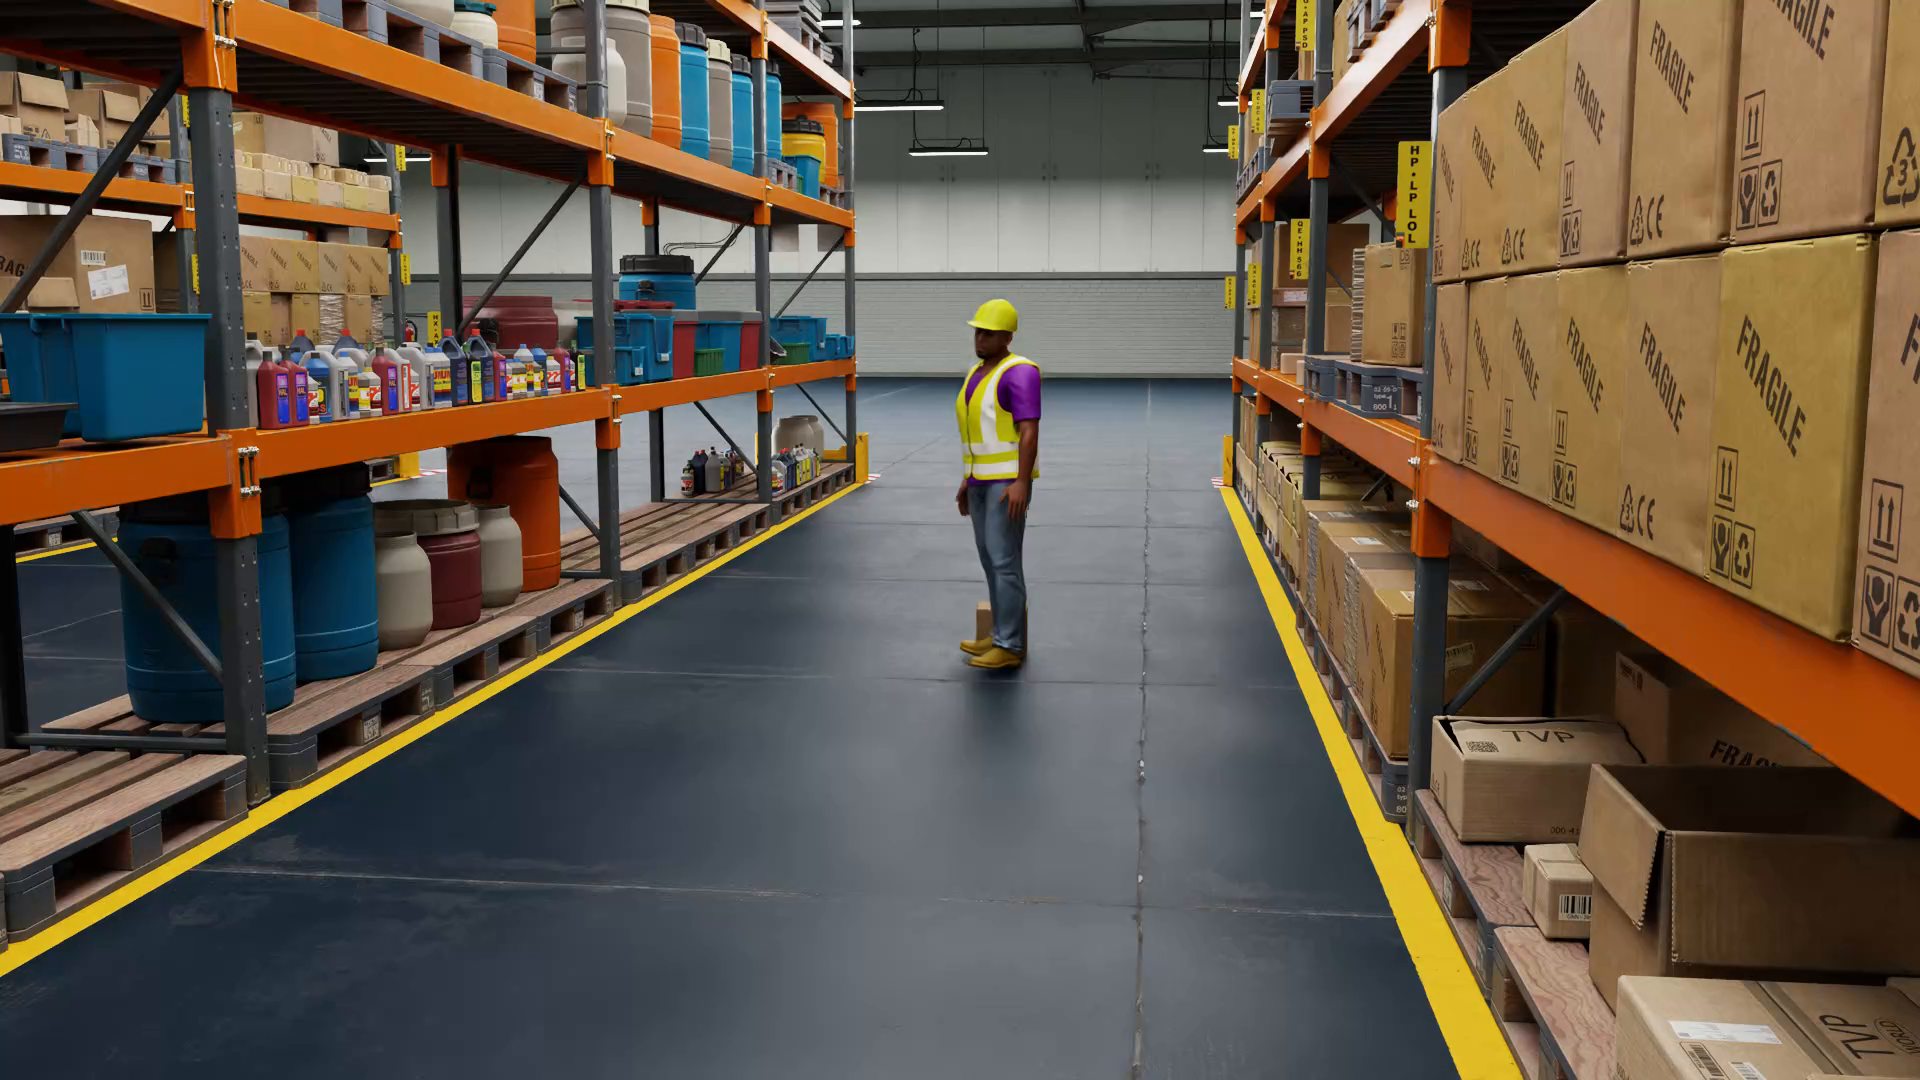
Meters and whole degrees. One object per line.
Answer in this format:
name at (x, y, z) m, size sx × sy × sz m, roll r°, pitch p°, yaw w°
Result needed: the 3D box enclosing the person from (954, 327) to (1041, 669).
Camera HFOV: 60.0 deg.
person at (0.158, -0.259, 8.070) m, size 0.441 × 1.729 × 0.631 m, roll -4°, pitch 8°, yaw -25°
